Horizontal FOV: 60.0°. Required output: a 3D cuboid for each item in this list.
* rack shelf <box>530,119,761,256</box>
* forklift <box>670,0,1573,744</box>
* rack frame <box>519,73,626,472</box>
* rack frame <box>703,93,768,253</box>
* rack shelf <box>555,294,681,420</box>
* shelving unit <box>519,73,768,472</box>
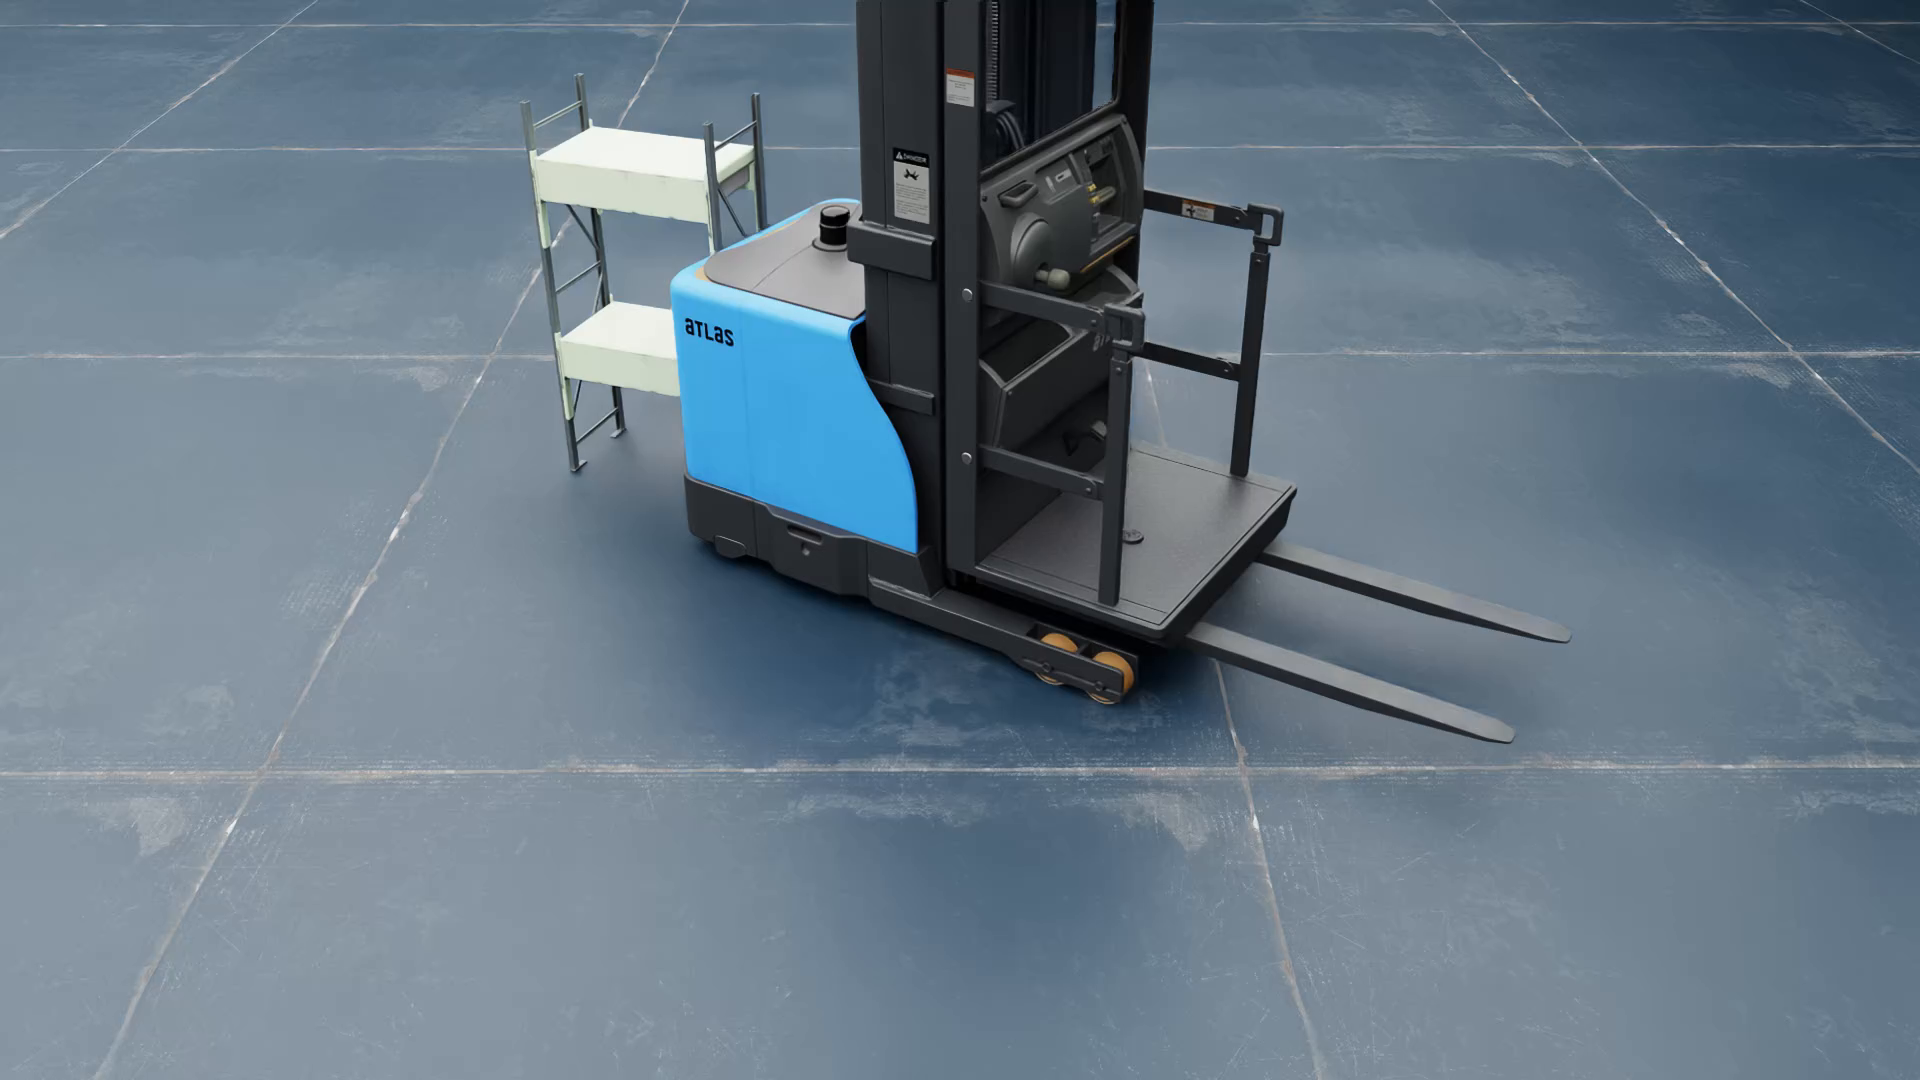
[{"bbox_3d":[-1.149,-1.282,6.165,0.720,0.370,0.431,11,33,17],"label":"rack shelf"},{"bbox_3d":[0.508,-1.038,5.136,3.031,2.935,1.130,18,36,27],"label":"forklift"},{"bbox_3d":[-1.492,-1.015,6.476,0.023,1.500,0.400,11,33,17],"label":"rack frame"},{"bbox_3d":[-0.806,-0.883,6.259,0.023,1.500,0.400,11,33,17],"label":"rack frame"},{"bbox_3d":[-1.149,-0.670,6.537,0.720,0.370,0.431,11,33,17],"label":"rack shelf"},{"bbox_3d":[-1.149,-0.949,6.368,0.755,1.500,0.431,11,33,17],"label":"shelving unit"}]
